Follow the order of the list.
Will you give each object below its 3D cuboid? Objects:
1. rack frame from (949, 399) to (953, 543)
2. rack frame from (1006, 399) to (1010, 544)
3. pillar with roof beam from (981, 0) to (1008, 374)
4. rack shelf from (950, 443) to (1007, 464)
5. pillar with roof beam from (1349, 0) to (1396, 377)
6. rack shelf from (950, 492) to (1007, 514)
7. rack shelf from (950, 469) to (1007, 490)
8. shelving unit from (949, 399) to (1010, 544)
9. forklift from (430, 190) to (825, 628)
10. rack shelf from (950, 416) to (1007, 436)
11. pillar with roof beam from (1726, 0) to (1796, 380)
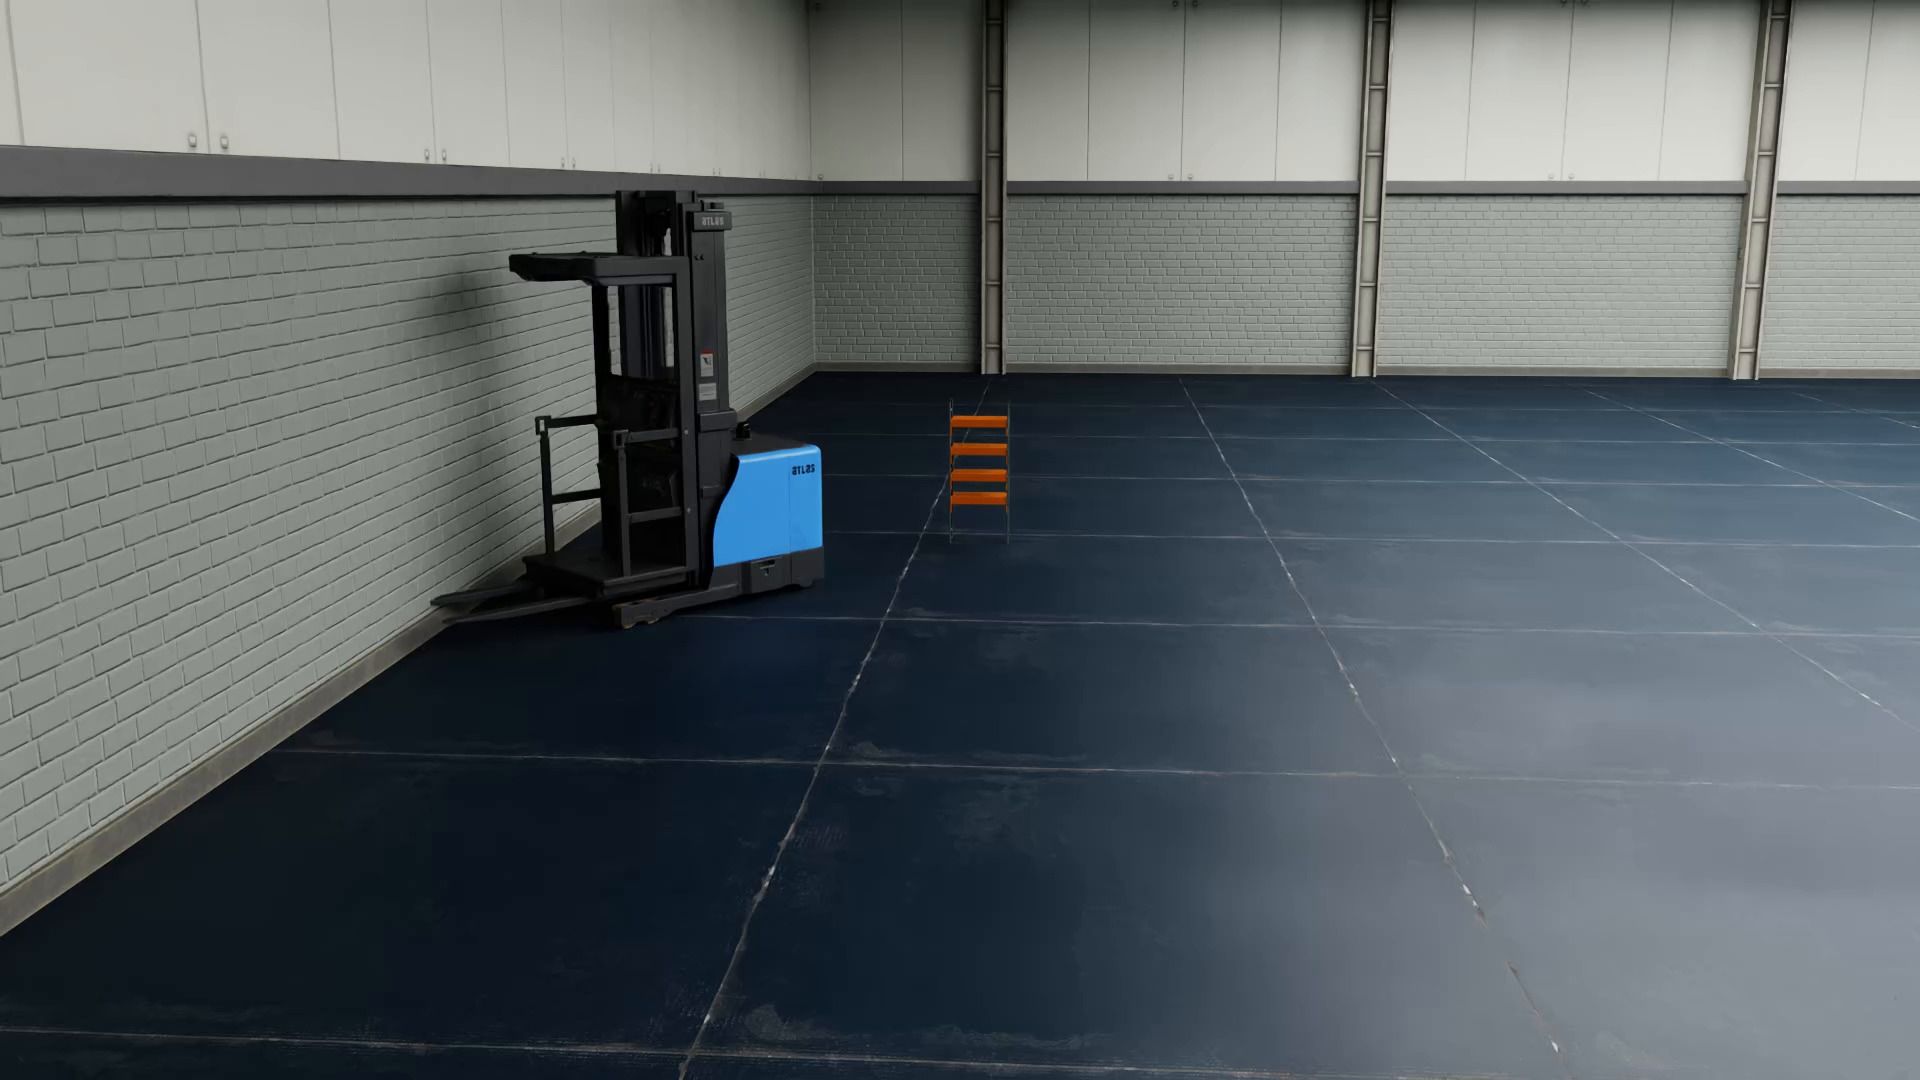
[{"bbox_3d":[-0.078,-0.588,14.150,0.015,1.200,0.240,1,12,4],"label":"rack frame"},{"bbox_3d":[0.409,-0.582,14.118,0.015,1.200,0.240,1,12,4],"label":"rack frame"},{"bbox_3d":[0.266,-6.278,22.301,0.400,9.000,9.100,1,12,4],"label":"pillar with roof beam"},{"bbox_3d":[0.165,-0.738,14.102,0.480,0.148,0.258,1,12,4],"label":"rack shelf"},{"bbox_3d":[6.252,-6.196,21.908,0.400,9.000,9.100,1,12,4],"label":"pillar with roof beam"},{"bbox_3d":[0.165,-0.325,14.189,0.480,0.148,0.258,1,12,4],"label":"rack shelf"},{"bbox_3d":[0.165,-0.519,14.148,0.480,0.148,0.258,1,12,4],"label":"rack shelf"},{"bbox_3d":[0.165,-0.585,14.134,0.503,1.200,0.258,1,12,4],"label":"shelving unit"},{"bbox_3d":[-2.433,-0.949,11.647,3.031,2.935,1.130,-11,16,-43],"label":"forklift"},{"bbox_3d":[0.165,-0.970,14.054,0.480,0.148,0.258,1,12,4],"label":"rack shelf"},{"bbox_3d":[12.239,-6.113,21.516,0.400,9.000,9.100,1,12,4],"label":"pillar with roof beam"}]
